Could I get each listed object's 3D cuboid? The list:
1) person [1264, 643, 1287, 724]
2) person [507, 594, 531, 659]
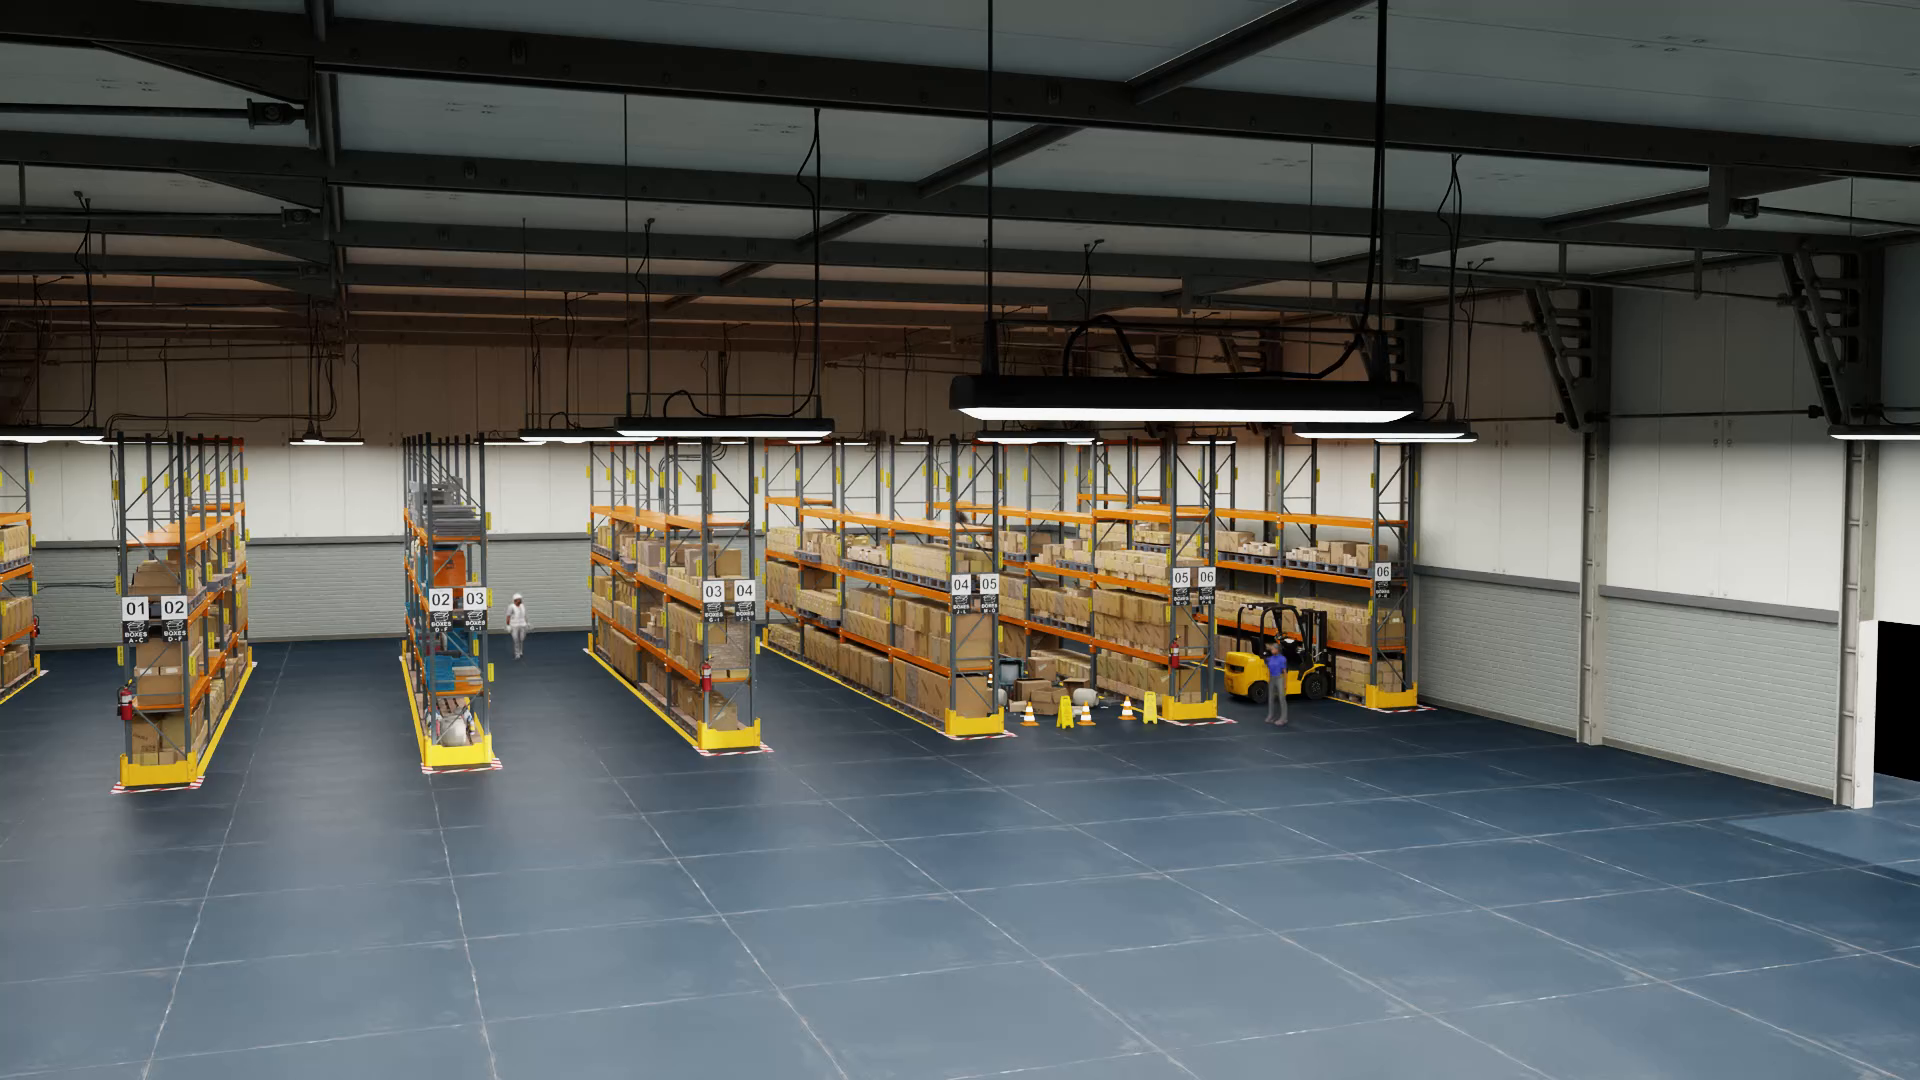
[{"bbox_3d":[6.564,2.979,34.595,0.391,1.649,0.497,-3,4,-39],"label":"person"},{"bbox_3d":[-11.973,2.334,45.157,0.663,1.734,1.046,-1,3,-22],"label":"person"}]
